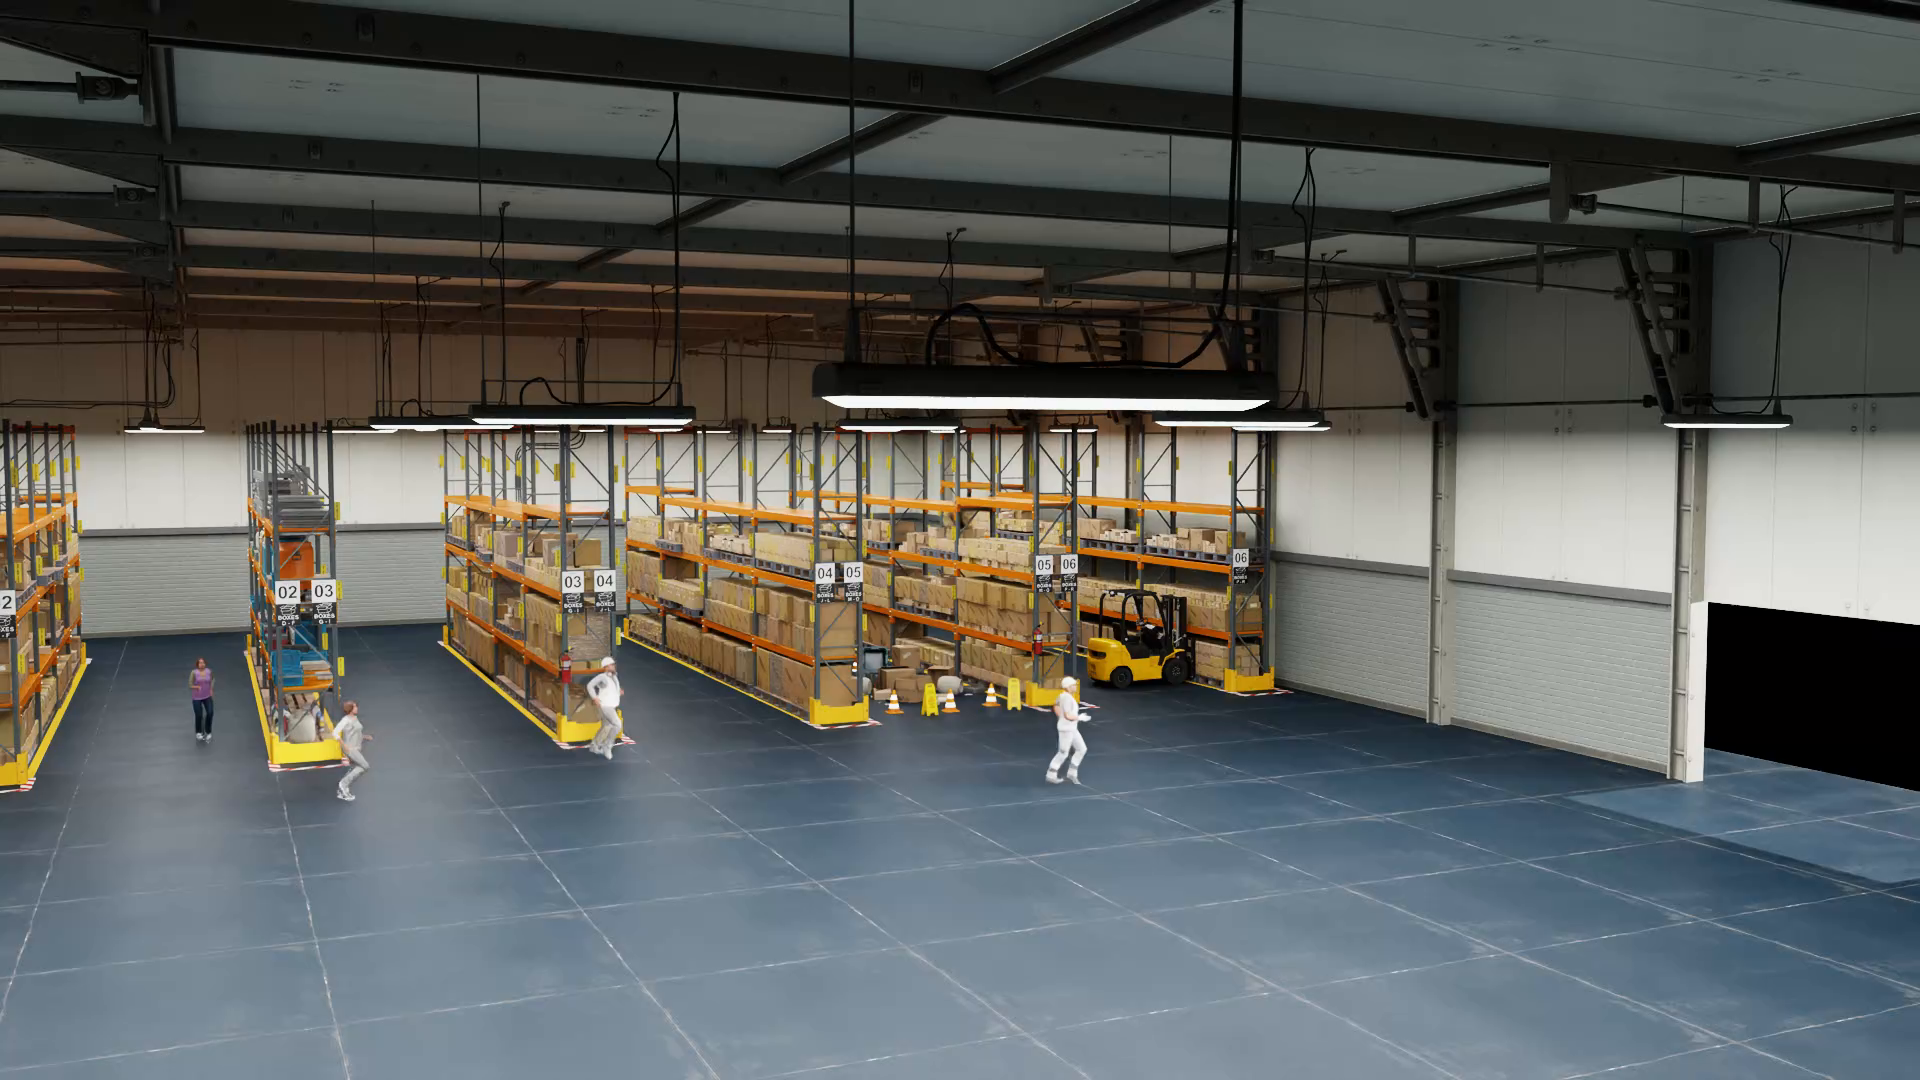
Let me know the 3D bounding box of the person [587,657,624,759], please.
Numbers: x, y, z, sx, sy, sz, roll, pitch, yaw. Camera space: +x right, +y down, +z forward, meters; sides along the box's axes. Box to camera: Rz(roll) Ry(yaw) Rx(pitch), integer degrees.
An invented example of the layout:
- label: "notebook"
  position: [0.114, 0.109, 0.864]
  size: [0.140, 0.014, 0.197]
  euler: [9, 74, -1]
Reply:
- label: "person"
  position: [-6.316, 2.992, 29.755]
  size: [0.680, 1.797, 0.657]
  euler: [1, 4, 12]

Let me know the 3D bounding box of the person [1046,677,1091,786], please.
- label: "person"
  position: [1.774, 3.144, 27.157]
  size: [0.749, 1.824, 0.635]
  euler: [1, 4, 12]

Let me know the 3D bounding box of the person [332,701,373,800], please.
- label: "person"
  position: [-9.511, 3.302, 26.108]
  size: [0.576, 1.564, 0.518]
  euler: [0, 4, -4]

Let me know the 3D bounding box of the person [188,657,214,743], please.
- label: "person"
  position: [-14.162, 2.990, 31.087]
  size: [0.490, 1.625, 0.706]
  euler: [-2, 4, -33]
